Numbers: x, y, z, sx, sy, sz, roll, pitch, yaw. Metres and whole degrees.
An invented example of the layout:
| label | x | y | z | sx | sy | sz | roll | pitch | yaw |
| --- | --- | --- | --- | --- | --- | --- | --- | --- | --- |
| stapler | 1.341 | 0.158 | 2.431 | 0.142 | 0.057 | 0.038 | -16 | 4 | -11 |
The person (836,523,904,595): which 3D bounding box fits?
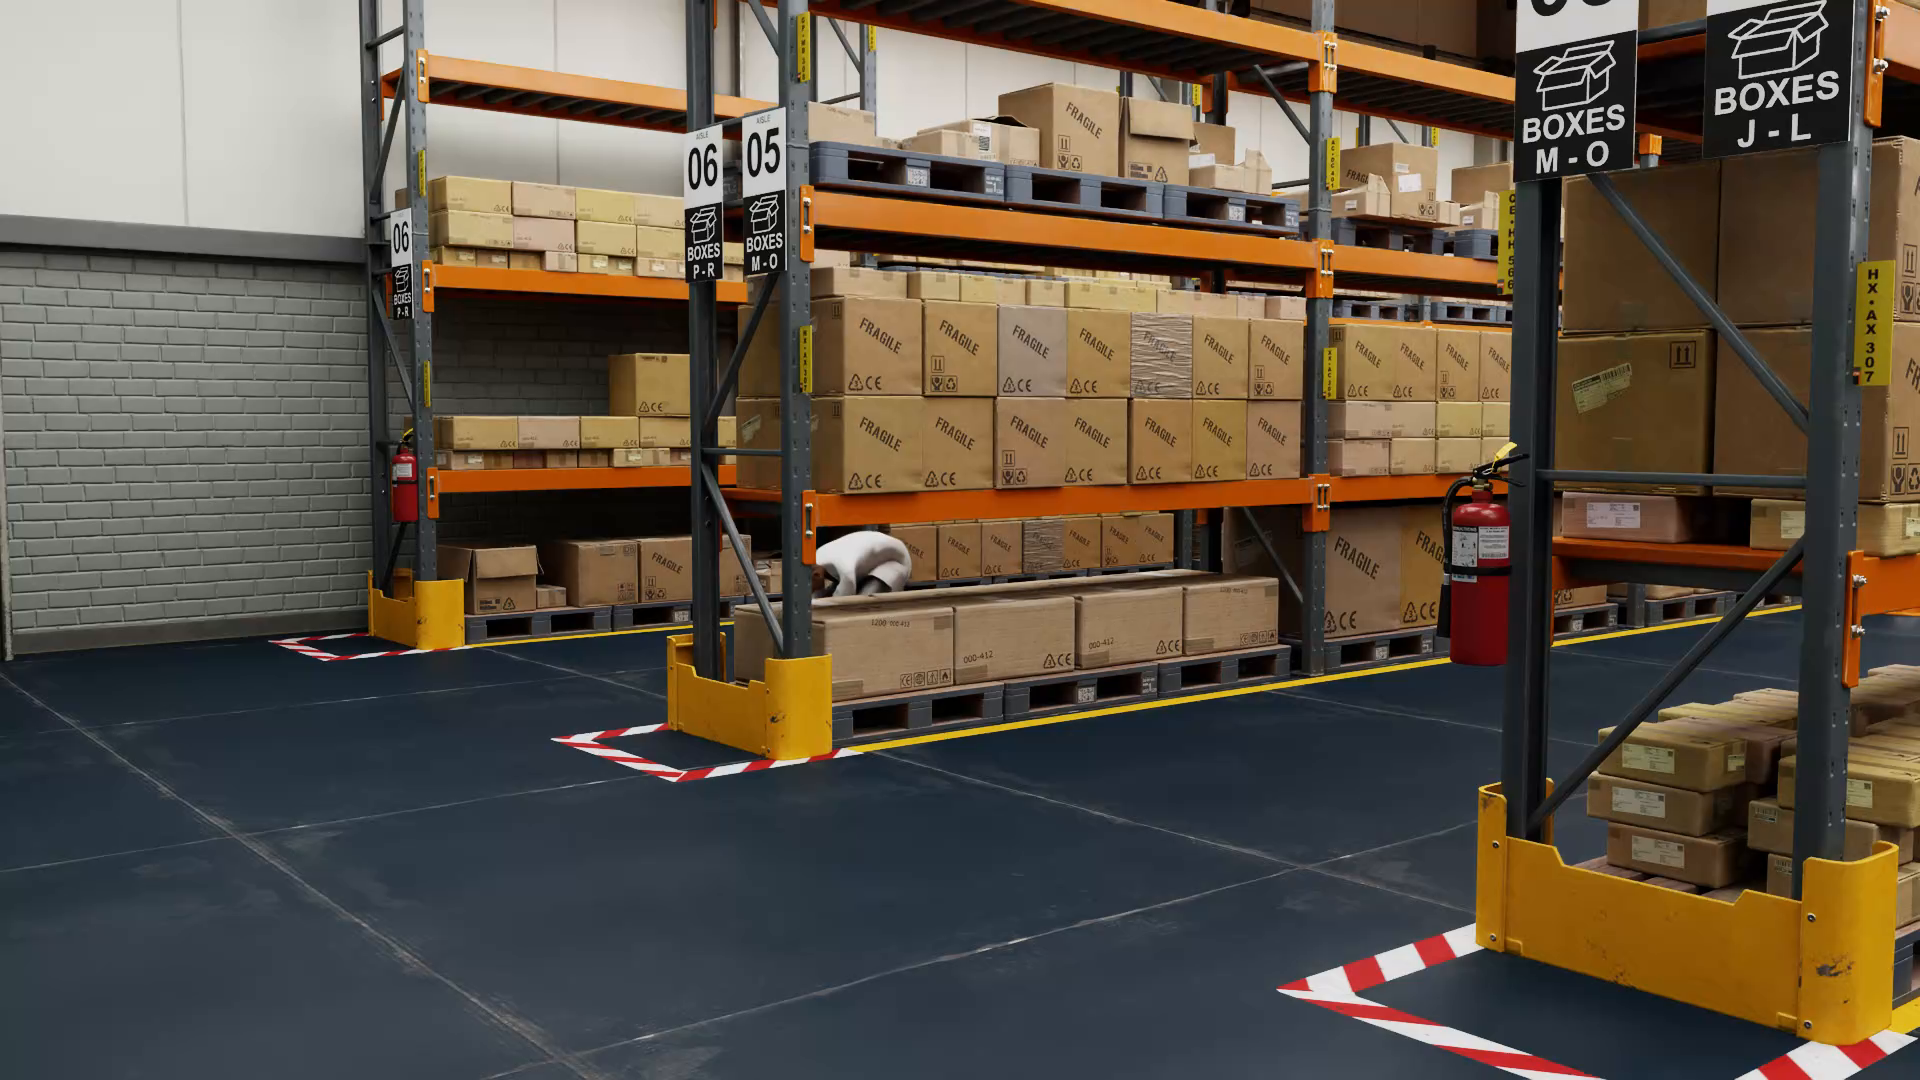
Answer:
| label | x | y | z | sx | sy | sz | roll | pitch | yaw |
| --- | --- | --- | --- | --- | --- | --- | --- | --- | --- |
| person | -0.594 | 0.067 | 11.277 | 0.424 | 1.590 | 0.594 | -4 | 5 | -40 |
